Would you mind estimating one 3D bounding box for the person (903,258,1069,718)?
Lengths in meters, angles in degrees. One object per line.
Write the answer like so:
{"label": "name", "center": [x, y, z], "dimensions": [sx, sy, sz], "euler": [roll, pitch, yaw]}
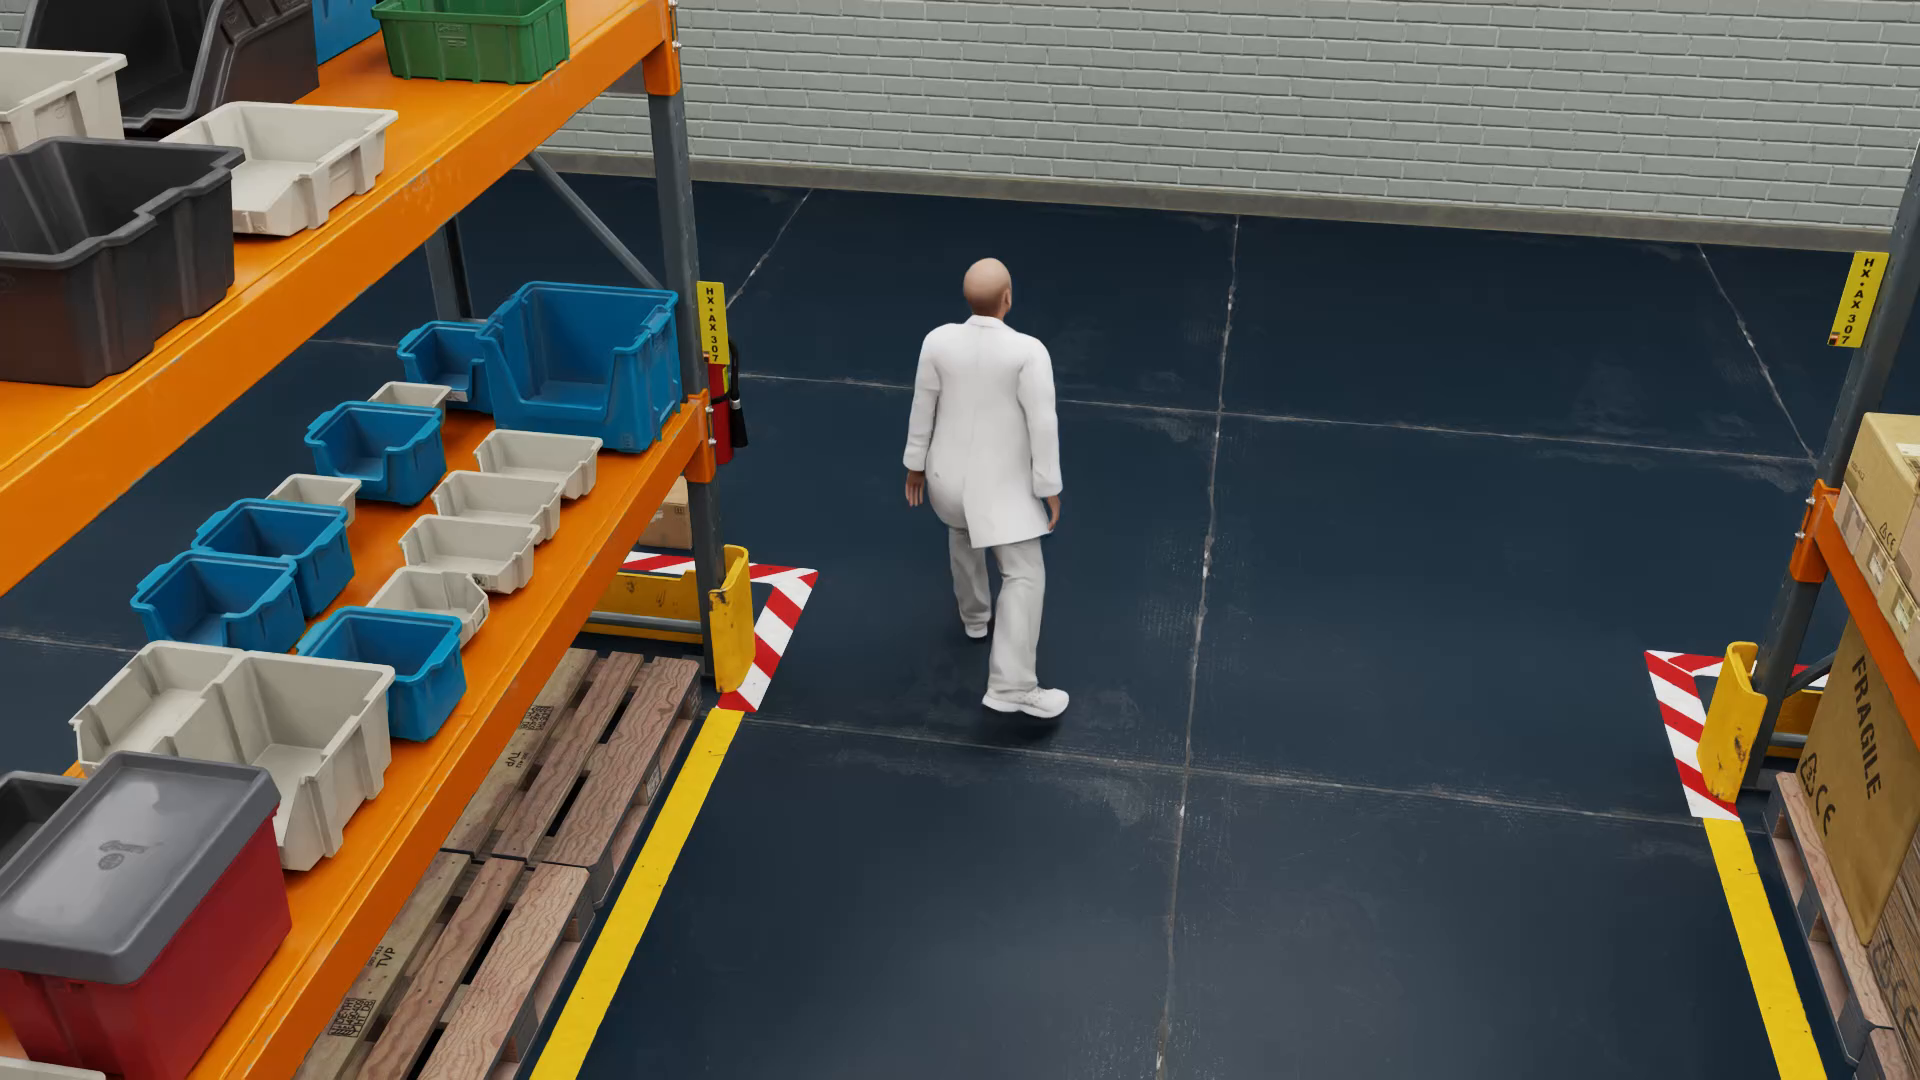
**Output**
{"label": "person", "center": [0.132, -0.209, 6.512], "dimensions": [0.840, 1.727, 0.957], "euler": [13, 34, 20]}
